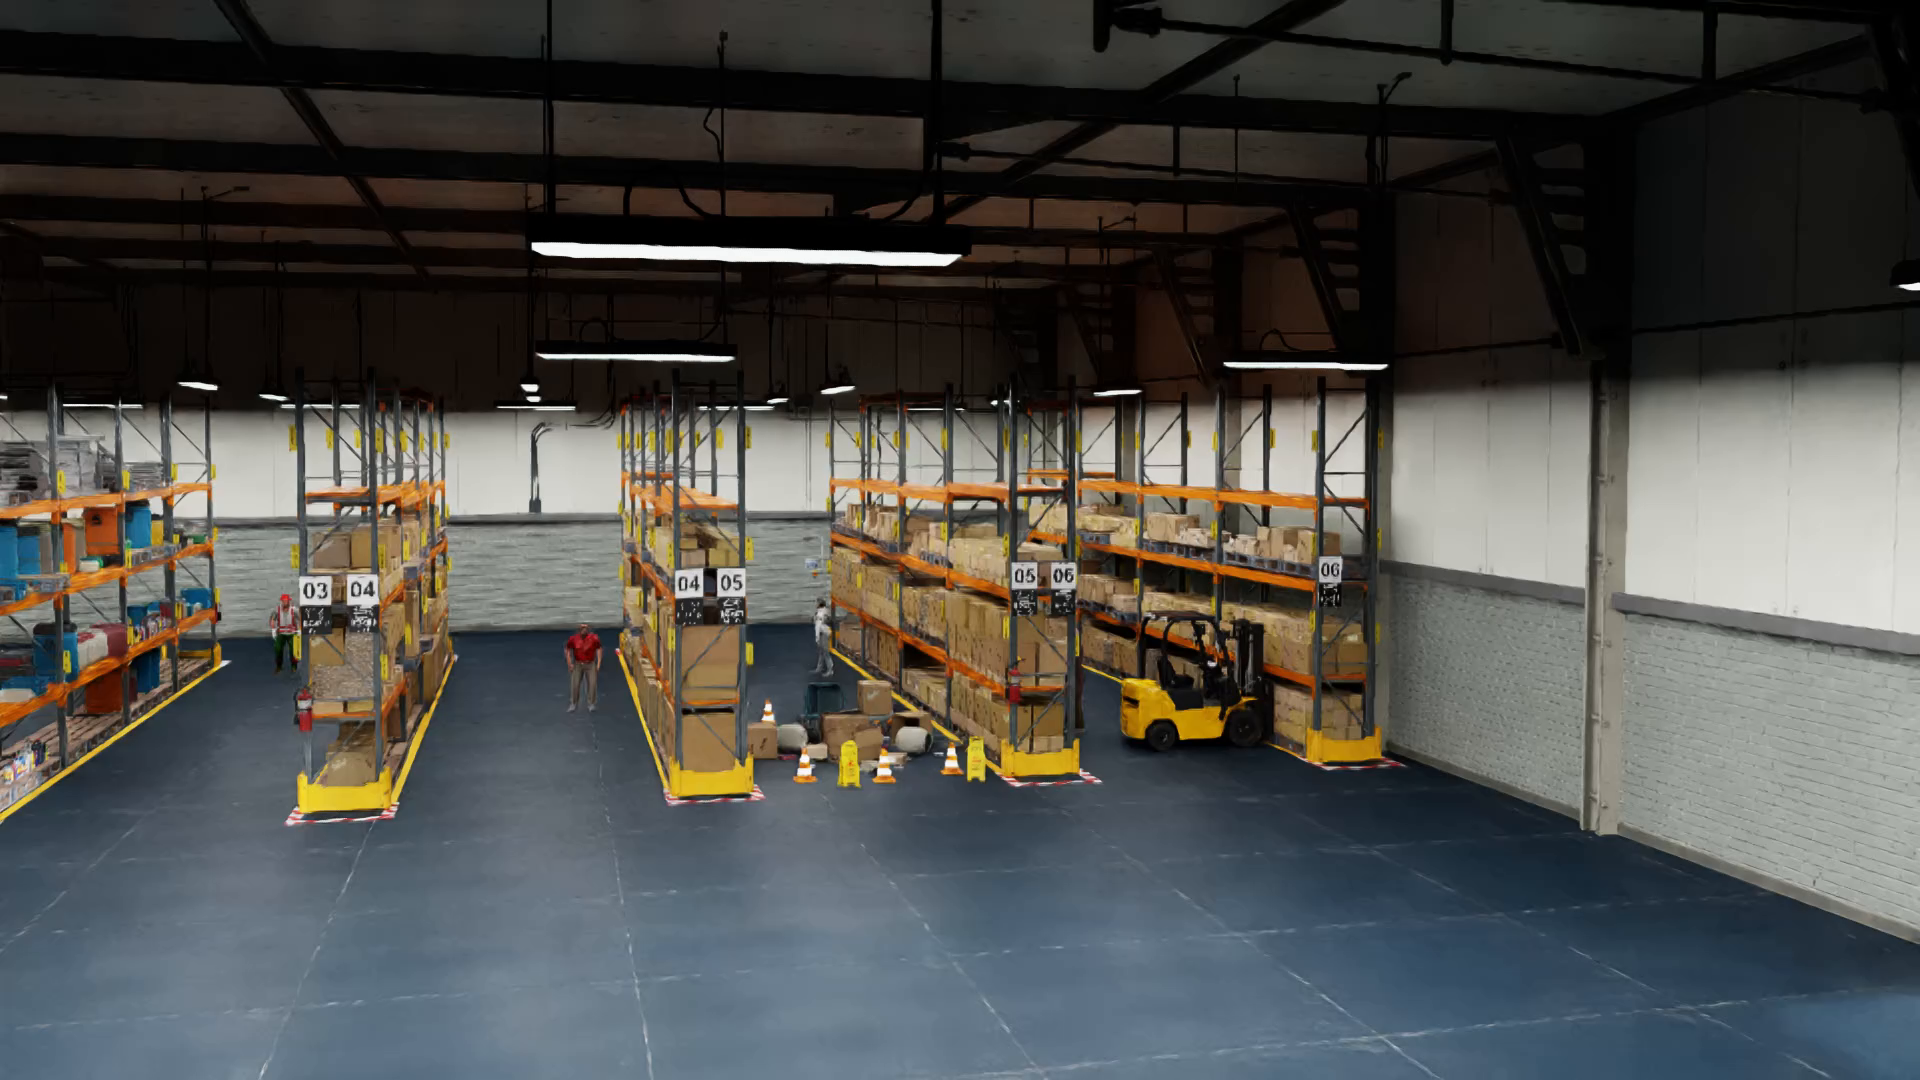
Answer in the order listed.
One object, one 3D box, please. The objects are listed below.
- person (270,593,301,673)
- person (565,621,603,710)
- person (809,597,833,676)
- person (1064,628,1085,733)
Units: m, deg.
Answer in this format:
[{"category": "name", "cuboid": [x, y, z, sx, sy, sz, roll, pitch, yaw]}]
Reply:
[{"category": "person", "cuboid": [-14.499, 2.006, 35.778, 0.661, 1.742, 0.547, -1, 4, -15]}, {"category": "person", "cuboid": [-6.967, 2.331, 30.813, 0.682, 1.676, 0.529, -1, 4, -14]}, {"category": "person", "cuboid": [-2.964, 2.039, 35.480, 0.557, 1.662, 0.591, 0, 3, 4]}, {"category": "person", "cuboid": [1.902, 2.399, 28.477, 0.551, 1.782, 0.631, 1, 4, 17]}]
